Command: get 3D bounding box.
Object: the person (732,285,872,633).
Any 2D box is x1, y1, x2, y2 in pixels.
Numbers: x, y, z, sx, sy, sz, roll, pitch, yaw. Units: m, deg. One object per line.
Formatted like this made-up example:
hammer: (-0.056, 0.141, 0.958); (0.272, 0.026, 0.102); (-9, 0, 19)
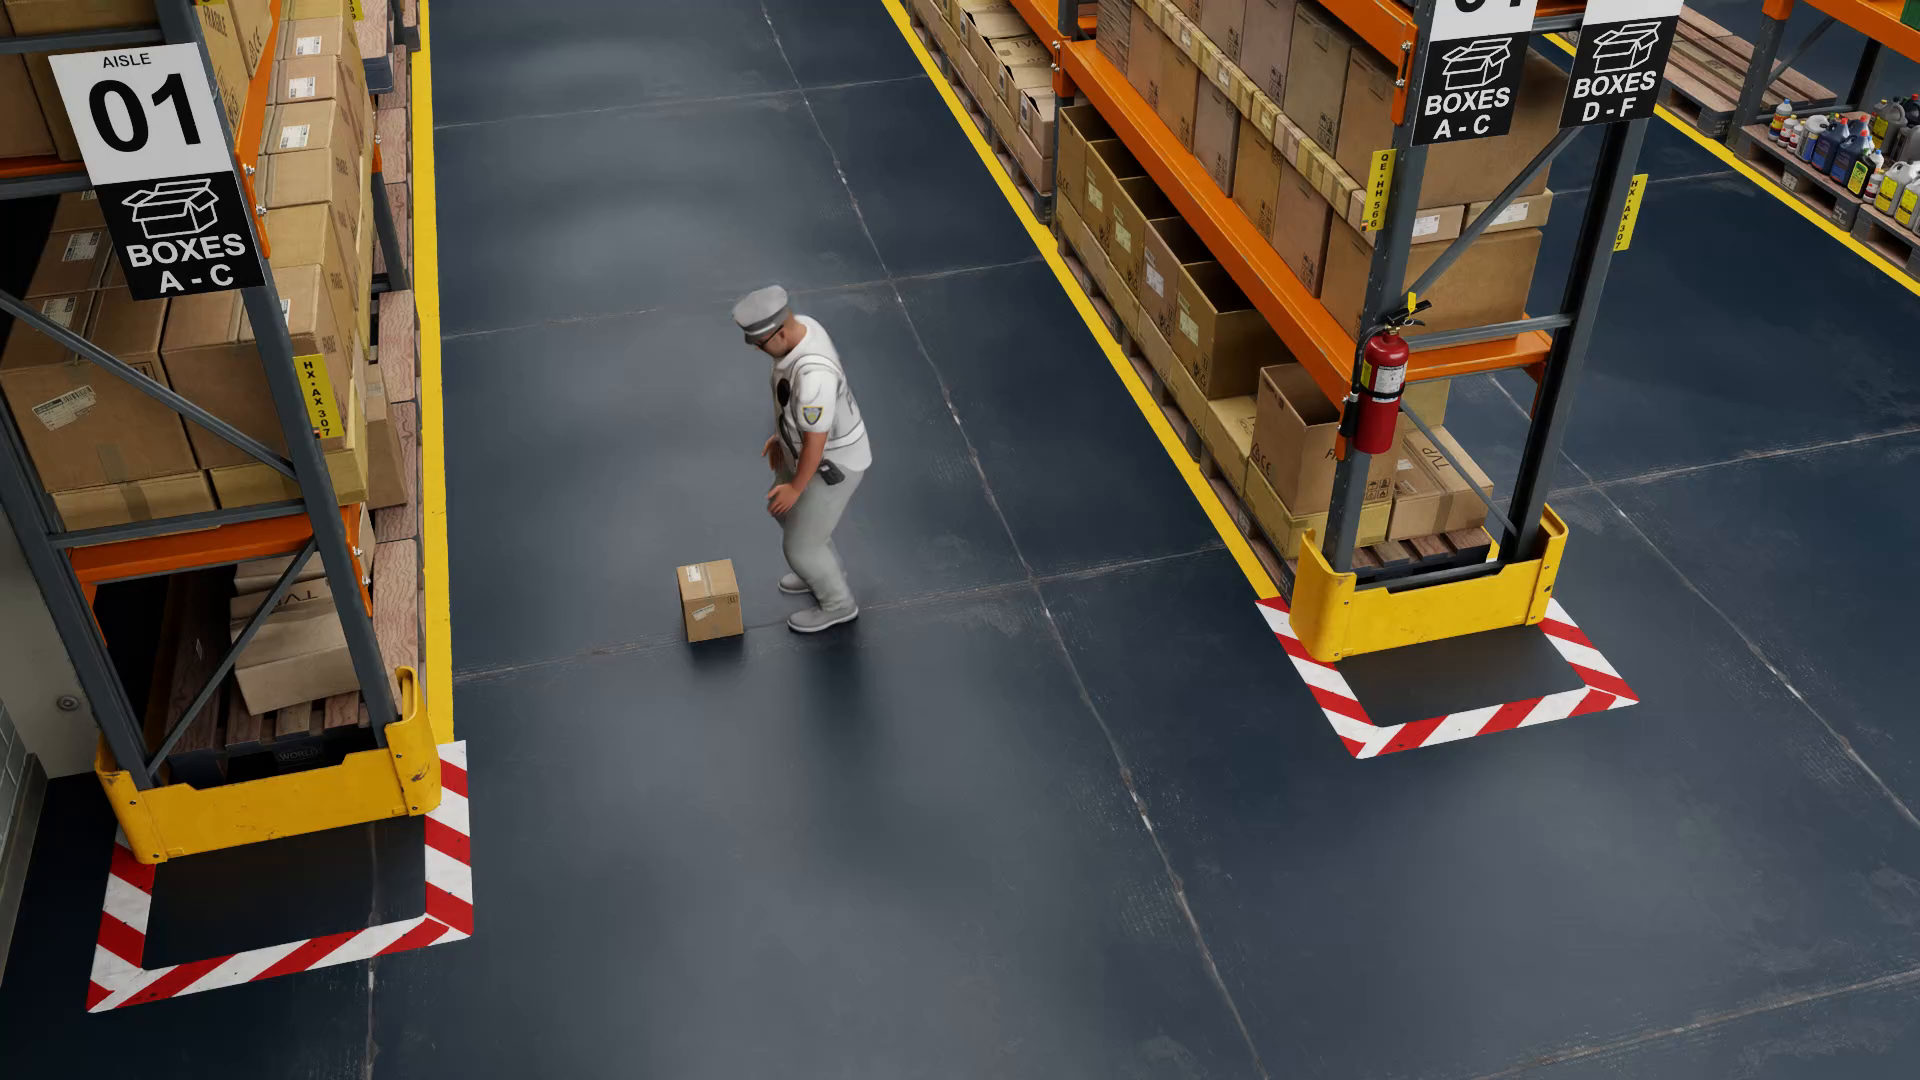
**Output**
person: (-0.658, -0.345, 7.222); (0.539, 1.678, 0.564); (-8, 39, -11)
